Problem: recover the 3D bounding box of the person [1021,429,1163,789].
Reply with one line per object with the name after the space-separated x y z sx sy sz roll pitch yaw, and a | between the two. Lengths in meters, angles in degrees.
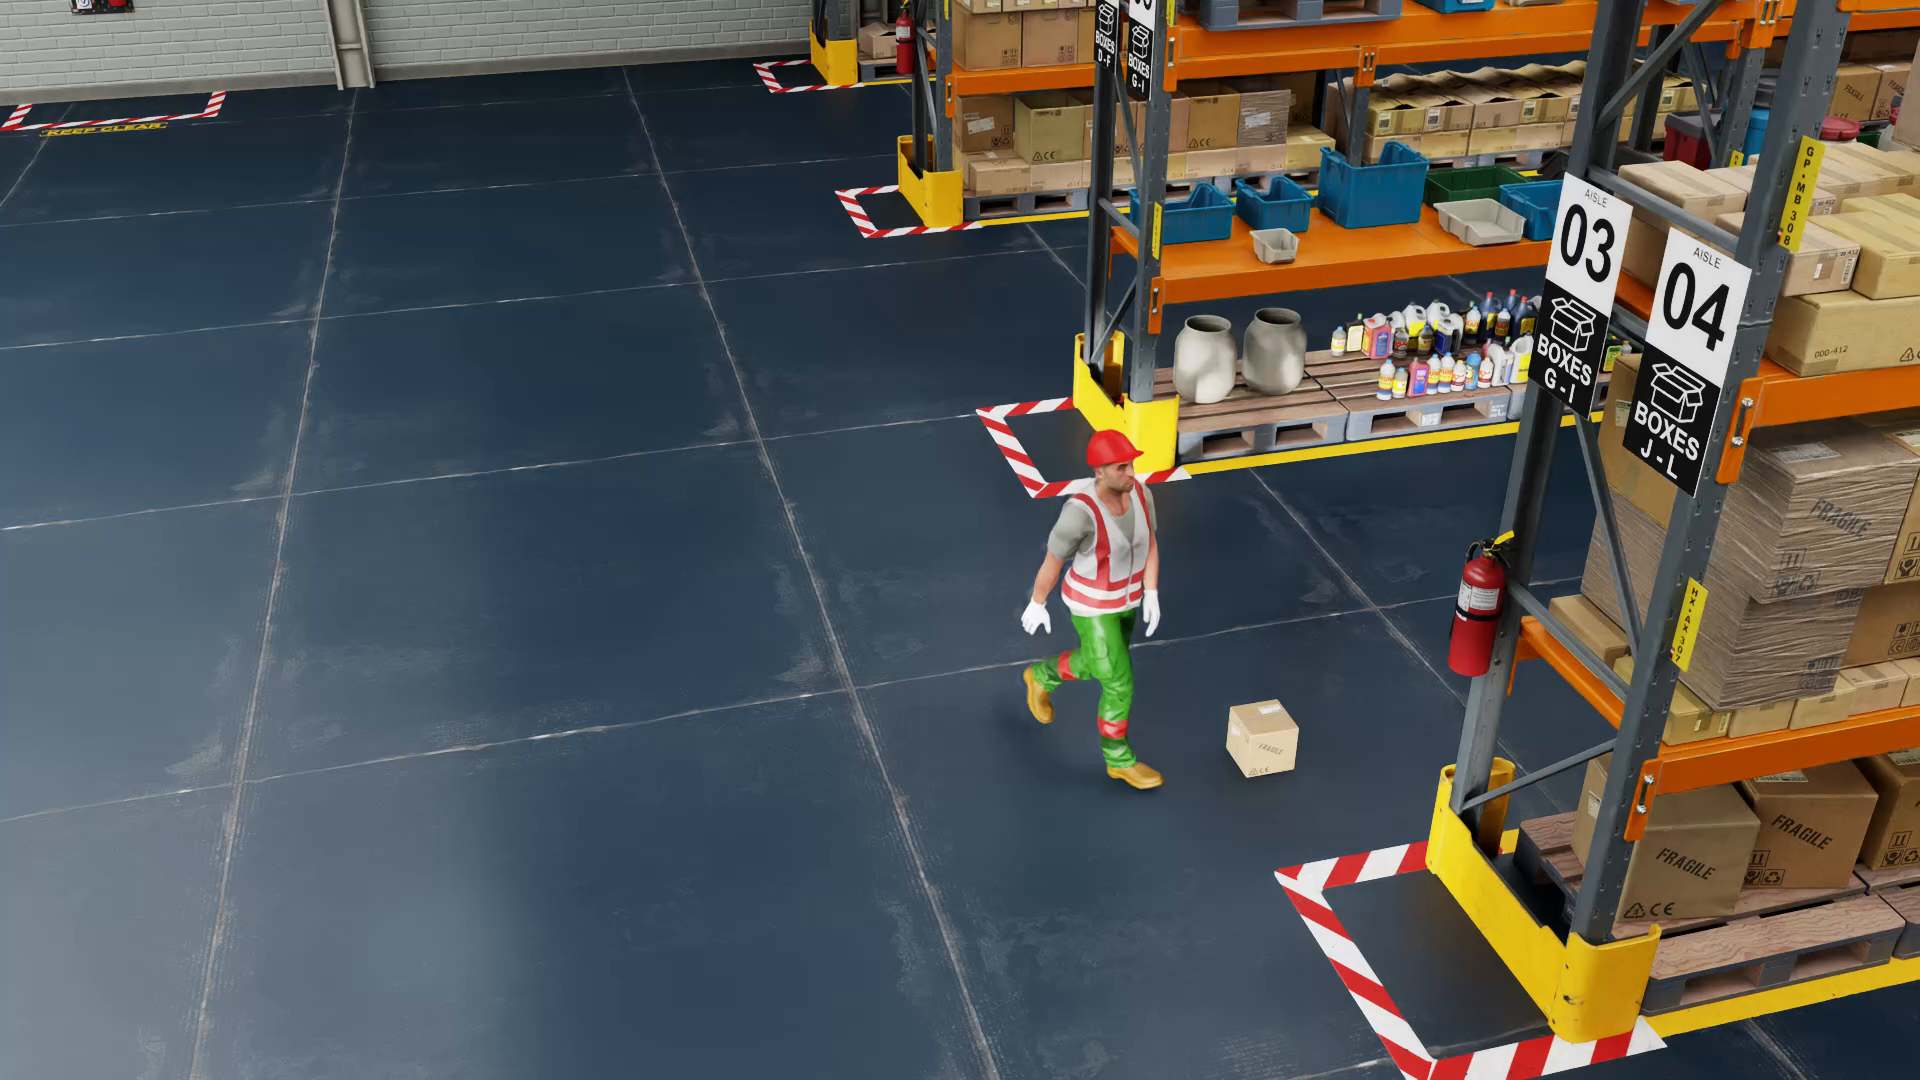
0.629 0.274 7.758 0.936 1.755 0.575 26 39 38 | person
